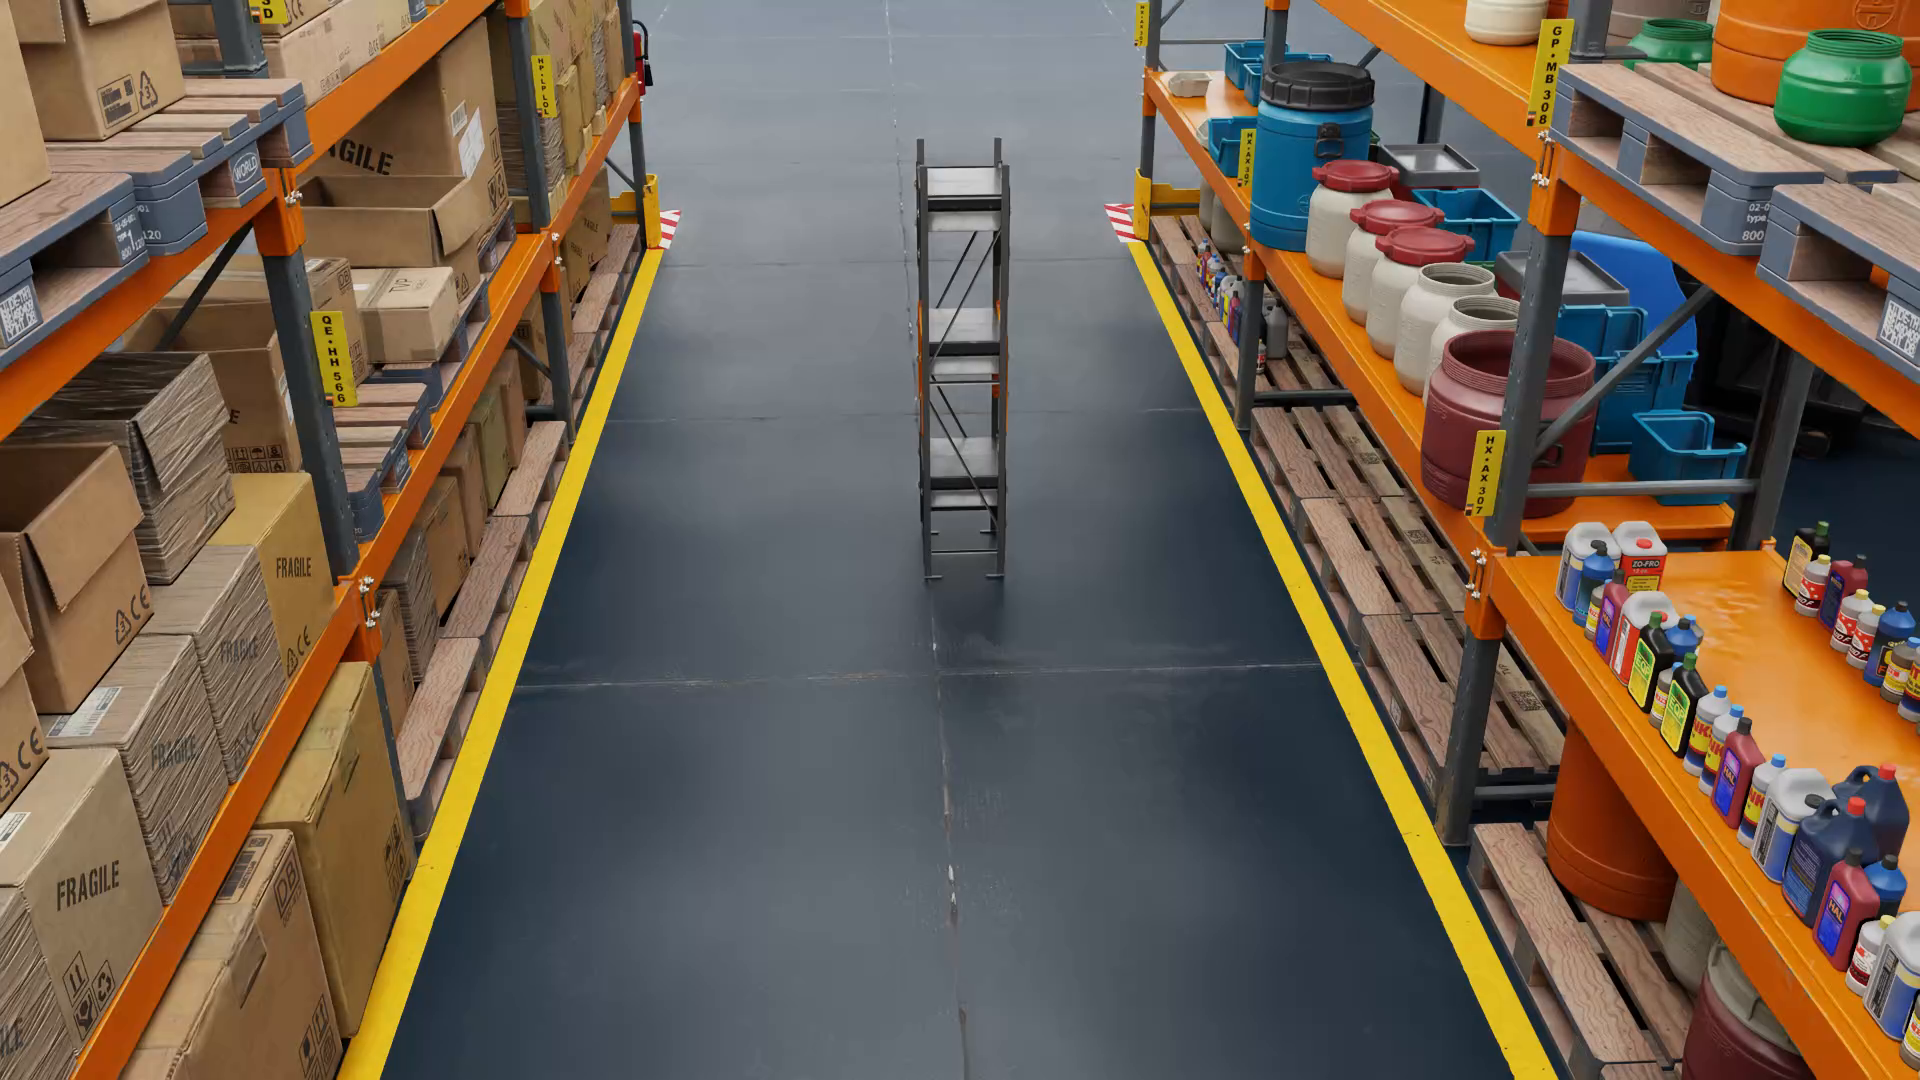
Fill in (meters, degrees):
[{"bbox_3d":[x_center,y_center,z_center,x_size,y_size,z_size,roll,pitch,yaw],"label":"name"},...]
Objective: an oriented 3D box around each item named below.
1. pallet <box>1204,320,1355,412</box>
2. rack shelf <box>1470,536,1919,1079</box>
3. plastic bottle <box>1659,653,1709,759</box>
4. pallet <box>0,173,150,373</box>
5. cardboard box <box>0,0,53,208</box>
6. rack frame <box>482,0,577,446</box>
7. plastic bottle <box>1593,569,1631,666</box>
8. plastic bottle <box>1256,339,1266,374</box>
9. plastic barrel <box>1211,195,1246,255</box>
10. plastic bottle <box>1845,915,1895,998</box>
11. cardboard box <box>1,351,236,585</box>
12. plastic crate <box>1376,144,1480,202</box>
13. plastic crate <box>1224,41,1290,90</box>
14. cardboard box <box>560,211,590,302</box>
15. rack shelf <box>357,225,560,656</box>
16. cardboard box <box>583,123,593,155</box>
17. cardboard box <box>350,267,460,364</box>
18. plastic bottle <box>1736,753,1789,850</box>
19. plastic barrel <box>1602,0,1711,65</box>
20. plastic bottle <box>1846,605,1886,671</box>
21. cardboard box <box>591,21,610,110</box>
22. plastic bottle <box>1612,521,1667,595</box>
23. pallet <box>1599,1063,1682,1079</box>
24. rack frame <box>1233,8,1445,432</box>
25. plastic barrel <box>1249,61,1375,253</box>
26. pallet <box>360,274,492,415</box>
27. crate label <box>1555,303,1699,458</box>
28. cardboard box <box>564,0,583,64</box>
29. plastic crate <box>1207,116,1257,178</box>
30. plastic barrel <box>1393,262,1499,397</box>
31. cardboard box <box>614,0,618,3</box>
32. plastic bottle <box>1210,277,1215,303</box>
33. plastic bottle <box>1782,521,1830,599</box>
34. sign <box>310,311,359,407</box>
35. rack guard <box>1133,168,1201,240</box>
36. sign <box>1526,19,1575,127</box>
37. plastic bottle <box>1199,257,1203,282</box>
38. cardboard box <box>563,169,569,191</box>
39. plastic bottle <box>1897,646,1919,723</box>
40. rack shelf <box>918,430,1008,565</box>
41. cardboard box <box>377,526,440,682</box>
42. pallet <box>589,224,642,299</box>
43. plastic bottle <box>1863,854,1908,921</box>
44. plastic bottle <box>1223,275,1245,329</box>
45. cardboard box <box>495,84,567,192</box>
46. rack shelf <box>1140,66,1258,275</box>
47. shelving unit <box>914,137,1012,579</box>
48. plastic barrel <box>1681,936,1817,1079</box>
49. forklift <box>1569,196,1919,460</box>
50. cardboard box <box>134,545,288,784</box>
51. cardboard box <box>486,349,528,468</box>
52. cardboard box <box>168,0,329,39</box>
[{"bbox_3d":[2.169,-1.096,10.623,1.003,0.211,1.213,-1,28,-3],"label":"pallet"},{"bbox_3d":[2.476,1.069,4.235,1.077,0.370,4.000,-1,28,-3],"label":"rack shelf"},{"bbox_3d":[2.069,0.469,4.734,0.061,0.283,0.133,-1,28,-3],"label":"plastic bottle"},{"bbox_3d":[-2.427,-0.488,3.402,1.003,0.211,1.213,0,28,0],"label":"pallet"},{"bbox_3d":[-2.338,-0.938,3.499,0.500,0.500,0.500,0,28,0],"label":"cardboard box"},{"bbox_3d":[-2.783,-1.901,9.152,1.000,3.000,0.127,-1,28,-3],"label":"rack frame"},{"bbox_3d":[2.043,0.239,5.175,0.061,0.283,0.133,-1,28,-3],"label":"plastic bottle"},{"bbox_3d":[1.833,-1.135,10.233,0.097,0.201,0.097,0,28,0],"label":"plastic bottle"},{"bbox_3d":[2.091,-2.418,12.378,0.421,0.512,0.421,0,28,0],"label":"plastic barrel"},{"bbox_3d":[2.139,0.964,3.874,0.097,0.201,0.097,0,28,0],"label":"plastic bottle"},{"bbox_3d":[-2.553,-0.205,4.707,0.797,0.503,0.637,0,28,-1],"label":"cardboard box"},{"bbox_3d":[2.494,-1.833,8.952,0.402,0.464,0.583,-1,28,-3],"label":"plastic crate"},{"bbox_3d":[2.279,-3.578,12.528,0.499,0.251,0.616,-1,28,-3],"label":"plastic crate"},{"bbox_3d":[-2.897,-1.973,11.538,0.500,0.500,0.500,1,28,2],"label":"cardboard box"},{"bbox_3d":[-2.679,-0.659,7.547,1.077,0.370,4.000,-1,28,-3],"label":"rack shelf"},{"bbox_3d":[-2.586,-2.589,10.742,0.380,0.149,0.250,-1,28,-3],"label":"cardboard box"},{"bbox_3d":[-2.432,-0.953,7.042,0.500,0.250,0.500,-2,28,-4],"label":"cardboard box"},{"bbox_3d":[2.110,0.679,4.344,0.097,0.271,0.097,0,28,0],"label":"plastic bottle"},{"bbox_3d":[2.545,-2.110,5.767,0.600,0.901,0.600,0,28,0],"label":"plastic barrel"},{"bbox_3d":[2.824,0.296,5.153,0.097,0.201,0.097,0,28,0],"label":"plastic bottle"},{"bbox_3d":[-2.862,-3.210,11.232,0.875,0.500,0.500,-1,28,-3],"label":"cardboard box"},{"bbox_3d":[2.223,0.085,5.477,0.152,0.276,0.135,-1,28,-3],"label":"plastic bottle"},{"bbox_3d":[2.515,1.988,4.710,1.003,0.211,1.213,-1,28,-3],"label":"pallet"},{"bbox_3d":[2.163,-2.021,9.381,1.000,3.000,0.127,-1,28,-3],"label":"rack frame"},{"bbox_3d":[1.880,-2.057,8.909,0.600,0.901,0.708,-1,28,-3],"label":"plastic barrel"},{"bbox_3d":[-2.719,-0.882,7.405,1.003,0.211,1.213,-1,28,-3],"label":"pallet"},{"bbox_3d":[2.590,-0.655,6.723,0.502,0.435,0.616,-1,28,-3],"label":"crate label"},{"bbox_3d":[-2.606,-3.197,10.124,0.500,0.500,0.500,-1,28,-3],"label":"cardboard box"},{"bbox_3d":[1.834,-2.460,10.383,0.499,0.251,0.616,-1,28,-3],"label":"plastic crate"},{"bbox_3d":[2.083,-0.888,7.087,0.421,0.512,0.421,0,28,0],"label":"plastic barrel"},{"bbox_3d":[-2.717,-4.120,11.895,0.500,0.500,0.500,-1,28,-3],"label":"cardboard box"},{"bbox_3d":[1.766,-1.727,11.369,0.097,0.201,0.097,0,28,0],"label":"plastic bottle"},{"bbox_3d":[2.819,0.055,5.528,0.061,0.283,0.133,-1,28,-3],"label":"plastic bottle"},{"bbox_3d":[-2.020,-0.582,5.371,0.100,0.325,0.005,-1,28,-3],"label":"sign"},{"bbox_3d":[2.005,-2.726,13.436,1.175,0.500,0.348,-1,28,-3],"label":"rack guard"},{"bbox_3d":[1.823,-1.441,5.138,0.100,0.325,0.005,-1,28,-3],"label":"sign"},{"bbox_3d":[1.743,-1.930,11.757,0.097,0.201,0.097,0,28,0],"label":"plastic bottle"},{"bbox_3d":[-2.535,-2.127,9.856,0.380,0.149,0.250,-1,28,-3],"label":"cardboard box"},{"bbox_3d":[2.839,0.400,4.879,0.097,0.271,0.097,0,28,0],"label":"plastic bottle"},{"bbox_3d":[0.009,-0.222,8.448,0.431,0.518,0.480,-1,28,-3],"label":"rack shelf"},{"bbox_3d":[-2.671,0.294,7.169,0.700,0.500,0.500,-4,28,-7],"label":"cardboard box"},{"bbox_3d":[-2.981,-2.101,12.550,1.003,0.211,1.213,-1,28,-3],"label":"pallet"},{"bbox_3d":[2.193,0.870,3.978,0.097,0.271,0.097,0,28,0],"label":"plastic bottle"},{"bbox_3d":[1.814,-1.570,10.905,0.144,0.351,0.185,-2,28,-3],"label":"plastic bottle"},{"bbox_3d":[-2.745,-2.287,9.461,0.875,0.500,0.500,-1,28,-3],"label":"cardboard box"},{"bbox_3d":[2.058,-2.626,11.318,1.077,0.370,4.000,-1,28,-3],"label":"rack shelf"},{"bbox_3d":[0.009,-0.855,8.118,0.431,2.100,0.503,-1,28,-3],"label":"shelving unit"},{"bbox_3d":[2.473,1.456,4.868,0.600,0.588,0.708,-1,28,-3],"label":"plastic barrel"},{"bbox_3d":[5.008,-2.040,9.491,3.031,2.935,1.130,18,33,31],"label":"forklift"},{"bbox_3d":[-2.281,0.354,4.720,0.500,0.500,0.500,-2,28,-3],"label":"cardboard box"},{"bbox_3d":[-2.773,-0.704,9.084,0.700,0.500,0.500,-3,28,-7],"label":"cardboard box"},{"bbox_3d":[-2.342,-1.873,5.206,0.500,0.500,0.500,-1,28,-2],"label":"cardboard box"}]
